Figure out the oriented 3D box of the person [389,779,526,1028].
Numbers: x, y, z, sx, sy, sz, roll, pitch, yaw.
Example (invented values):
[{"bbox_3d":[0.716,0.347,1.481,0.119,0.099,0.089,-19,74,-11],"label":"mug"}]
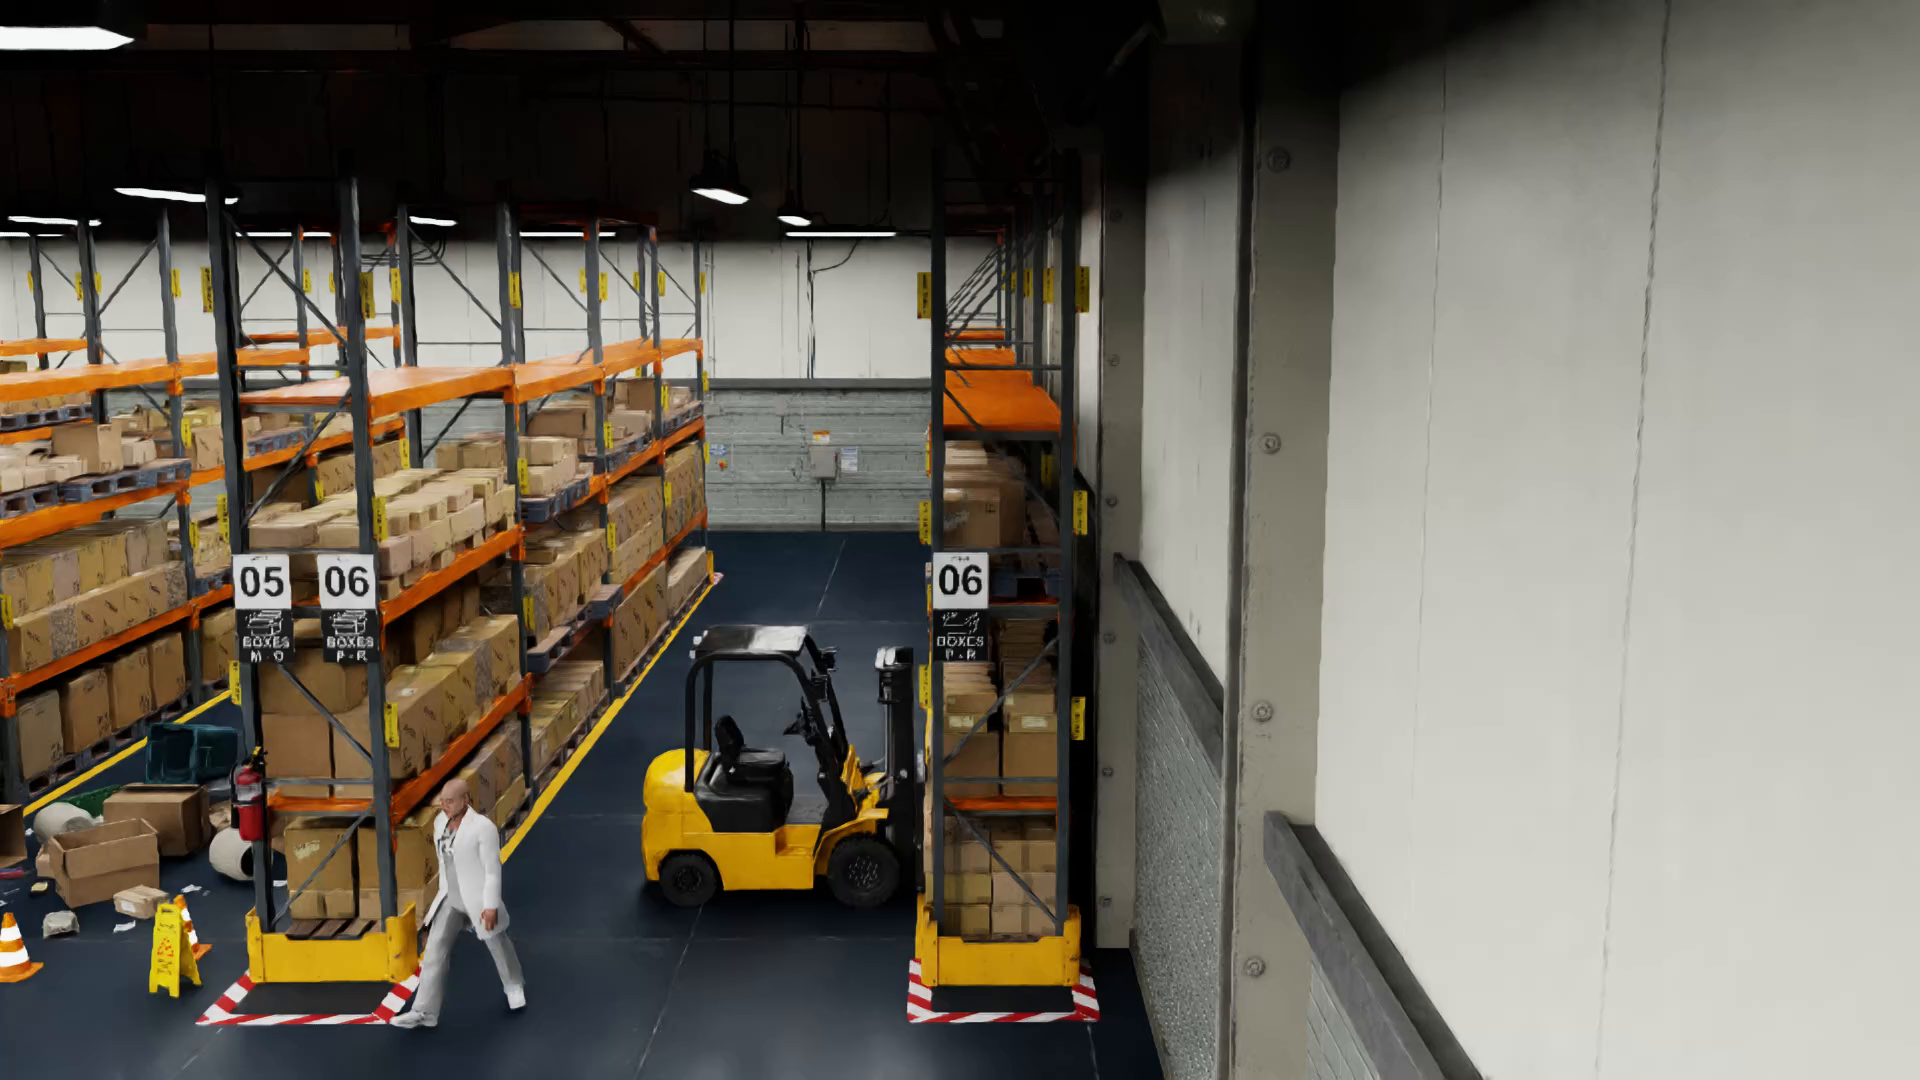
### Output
[{"bbox_3d":[-3.436,2.485,11.491,0.625,1.739,0.974,4,10,24],"label":"person"}]
